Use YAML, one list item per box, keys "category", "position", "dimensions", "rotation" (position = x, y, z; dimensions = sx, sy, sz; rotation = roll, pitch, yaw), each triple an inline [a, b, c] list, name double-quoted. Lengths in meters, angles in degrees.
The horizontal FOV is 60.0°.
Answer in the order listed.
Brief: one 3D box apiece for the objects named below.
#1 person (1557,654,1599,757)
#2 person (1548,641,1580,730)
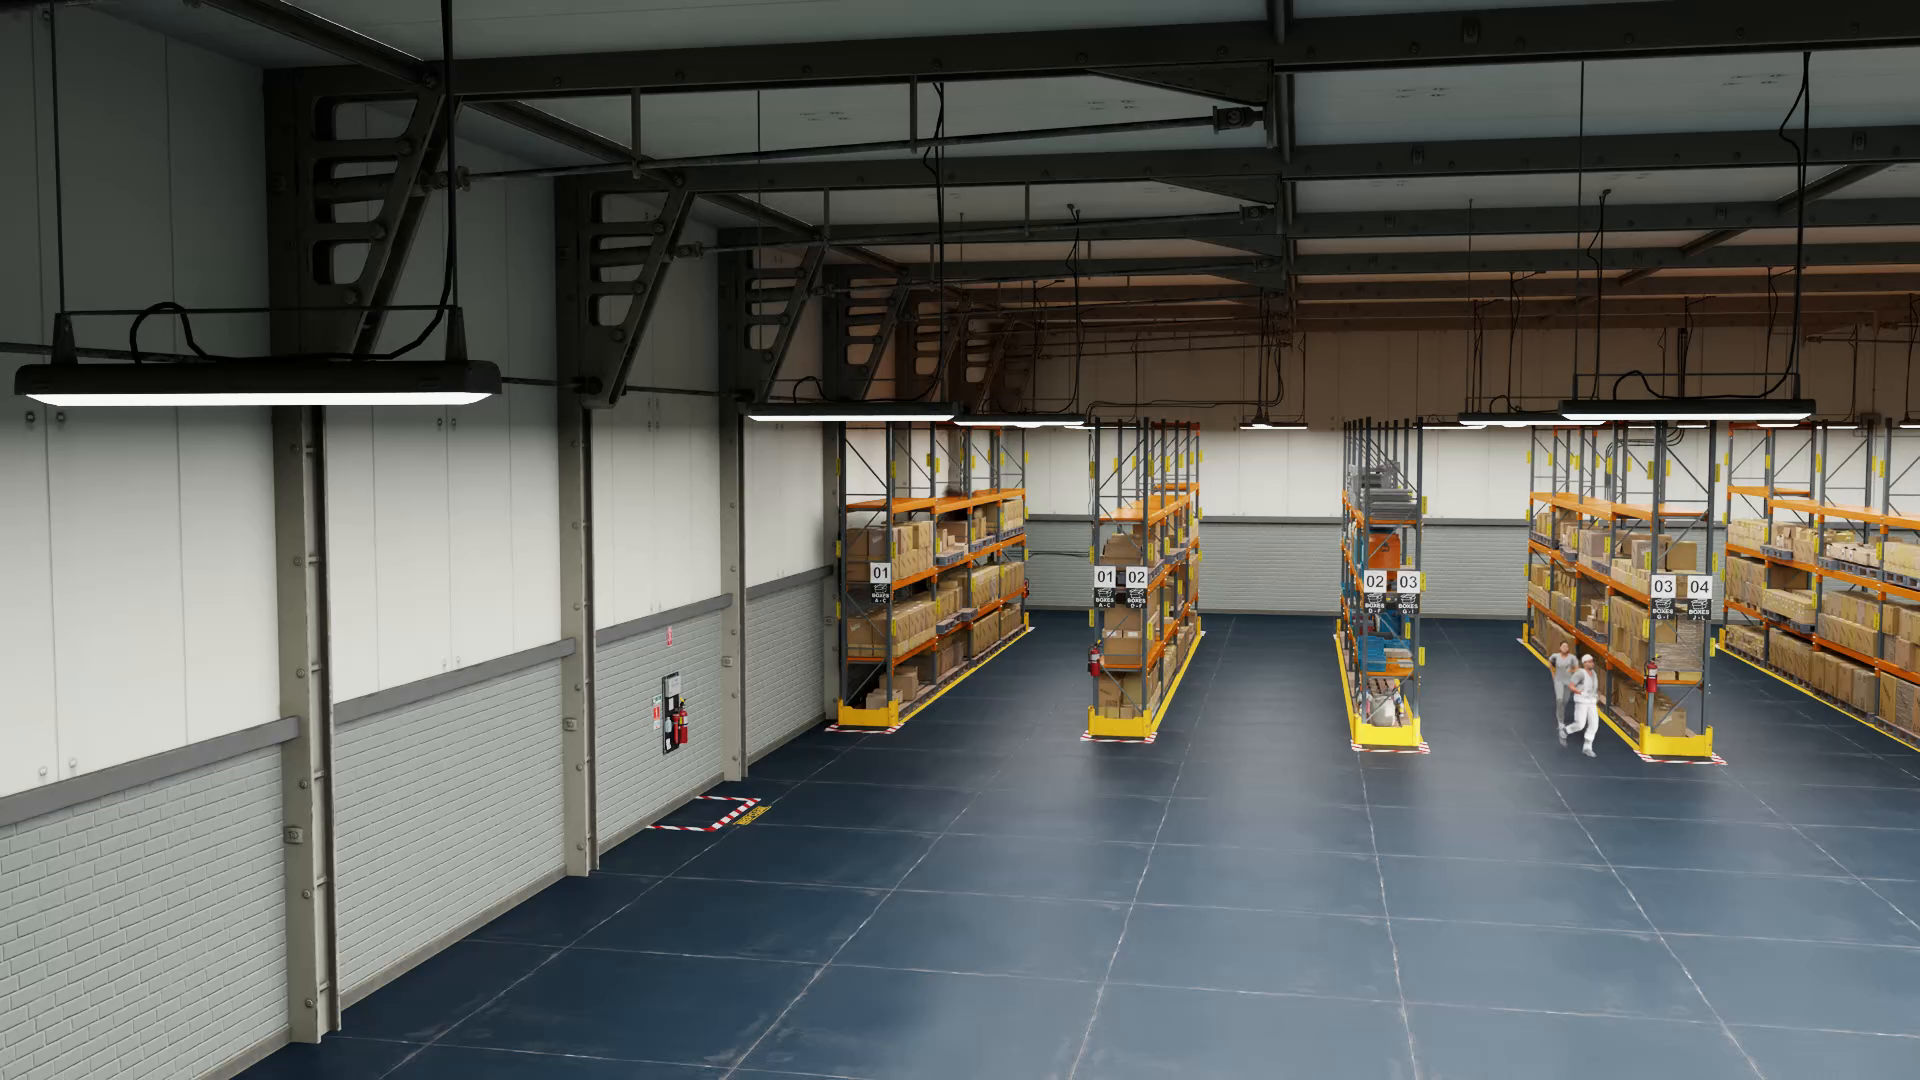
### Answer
- category: "person"
  position: [11.113, 2.921, 29.671]
  dimensions: [0.674, 1.782, 0.822]
  rotation: [-2, 4, -26]
- category: "person"
  position: [11.740, 2.801, 32.333]
  dimensions: [0.535, 1.716, 0.988]
  rotation: [0, 4, 8]
